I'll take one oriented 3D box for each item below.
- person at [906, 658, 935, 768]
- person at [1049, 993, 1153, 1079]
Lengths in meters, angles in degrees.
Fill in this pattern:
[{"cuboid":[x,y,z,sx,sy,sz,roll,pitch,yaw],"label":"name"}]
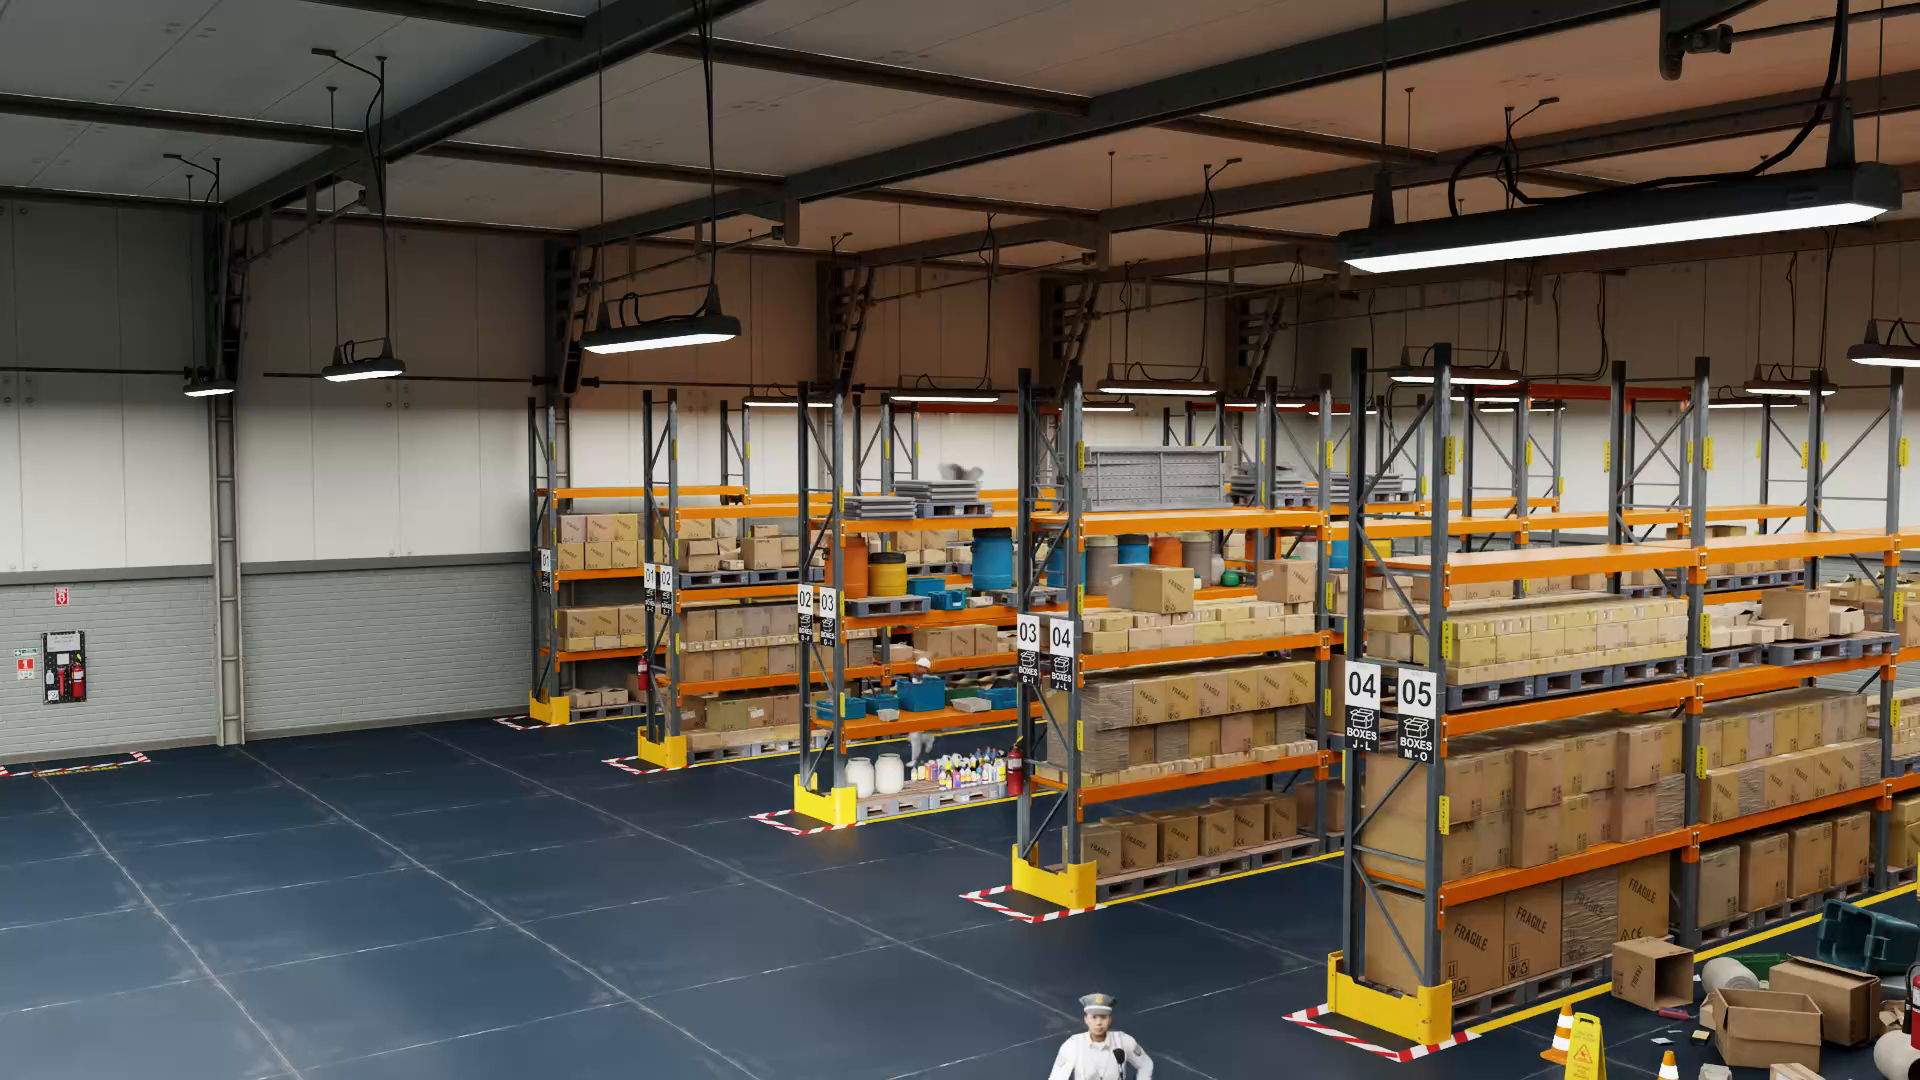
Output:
[{"cuboid":[-0.595,2.745,26.535,0.676,1.731,0.712,3,5,44],"label":"person"},{"cuboid":[0.897,3.694,10.544,0.671,1.669,0.562,0,3,4],"label":"person"}]
